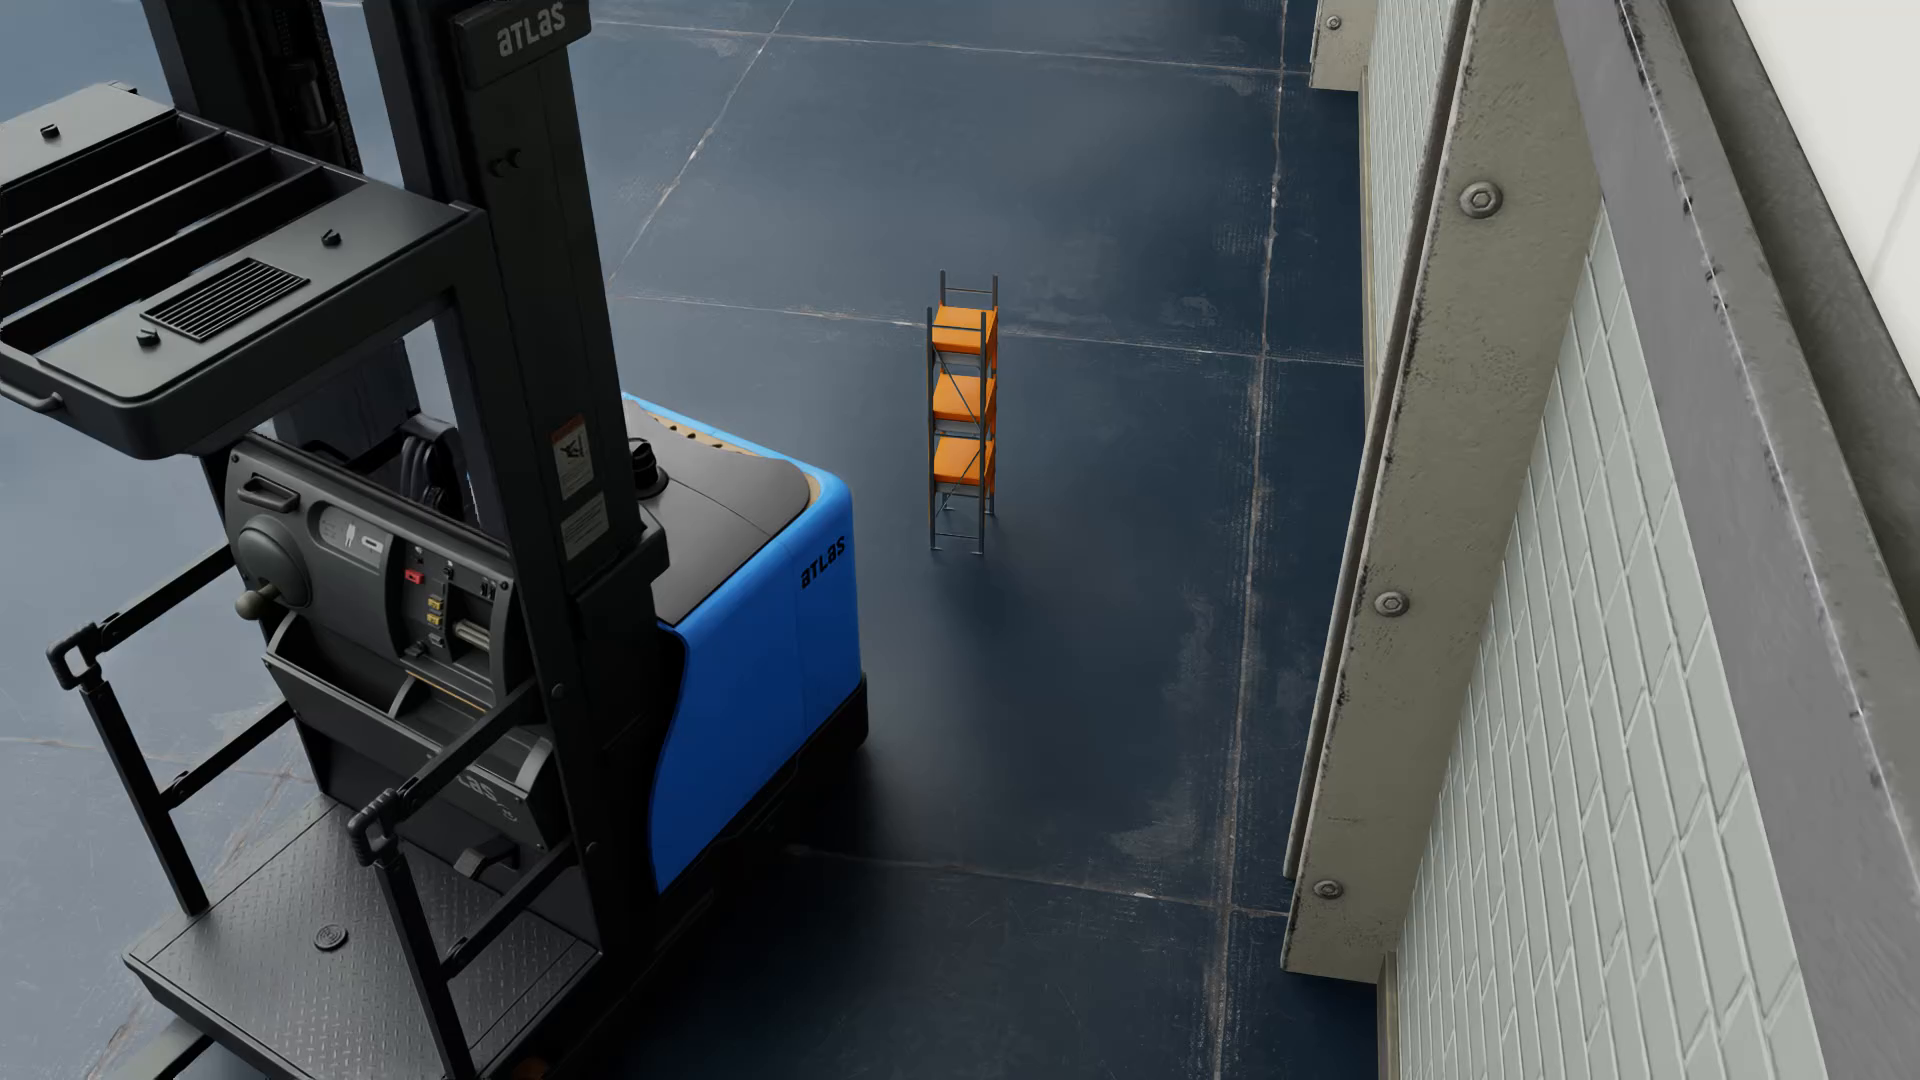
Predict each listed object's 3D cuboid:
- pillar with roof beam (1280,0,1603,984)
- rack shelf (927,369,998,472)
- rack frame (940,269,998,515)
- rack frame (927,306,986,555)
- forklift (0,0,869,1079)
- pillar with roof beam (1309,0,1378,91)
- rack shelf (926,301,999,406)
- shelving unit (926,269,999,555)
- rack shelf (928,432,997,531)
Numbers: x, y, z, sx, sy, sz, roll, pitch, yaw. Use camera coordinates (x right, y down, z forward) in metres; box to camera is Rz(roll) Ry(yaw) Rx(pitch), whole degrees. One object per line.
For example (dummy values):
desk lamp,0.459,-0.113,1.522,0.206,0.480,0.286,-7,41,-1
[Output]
pillar with roof beam,-3.136,-2.820,2.598,9.100,9.000,0.400,6,40,8
rack shelf,0.009,-0.430,5.963,0.215,0.259,0.240,6,40,8
rack frame,0.030,-0.515,6.049,0.200,1.050,0.008,6,40,8
rack frame,-0.012,-0.362,5.863,0.200,1.050,0.008,6,40,8
forklift,-1.501,0.162,3.754,1.130,2.935,3.031,22,44,24
pillar with roof beam,-2.097,-6.585,7.153,9.100,9.000,0.400,6,40,8
rack shelf,0.009,-0.649,5.782,0.215,0.259,0.240,6,40,8
shelving unit,0.009,-0.438,5.956,0.215,1.050,0.252,6,40,8
rack shelf,0.009,-0.216,6.140,0.215,0.259,0.240,6,40,8
